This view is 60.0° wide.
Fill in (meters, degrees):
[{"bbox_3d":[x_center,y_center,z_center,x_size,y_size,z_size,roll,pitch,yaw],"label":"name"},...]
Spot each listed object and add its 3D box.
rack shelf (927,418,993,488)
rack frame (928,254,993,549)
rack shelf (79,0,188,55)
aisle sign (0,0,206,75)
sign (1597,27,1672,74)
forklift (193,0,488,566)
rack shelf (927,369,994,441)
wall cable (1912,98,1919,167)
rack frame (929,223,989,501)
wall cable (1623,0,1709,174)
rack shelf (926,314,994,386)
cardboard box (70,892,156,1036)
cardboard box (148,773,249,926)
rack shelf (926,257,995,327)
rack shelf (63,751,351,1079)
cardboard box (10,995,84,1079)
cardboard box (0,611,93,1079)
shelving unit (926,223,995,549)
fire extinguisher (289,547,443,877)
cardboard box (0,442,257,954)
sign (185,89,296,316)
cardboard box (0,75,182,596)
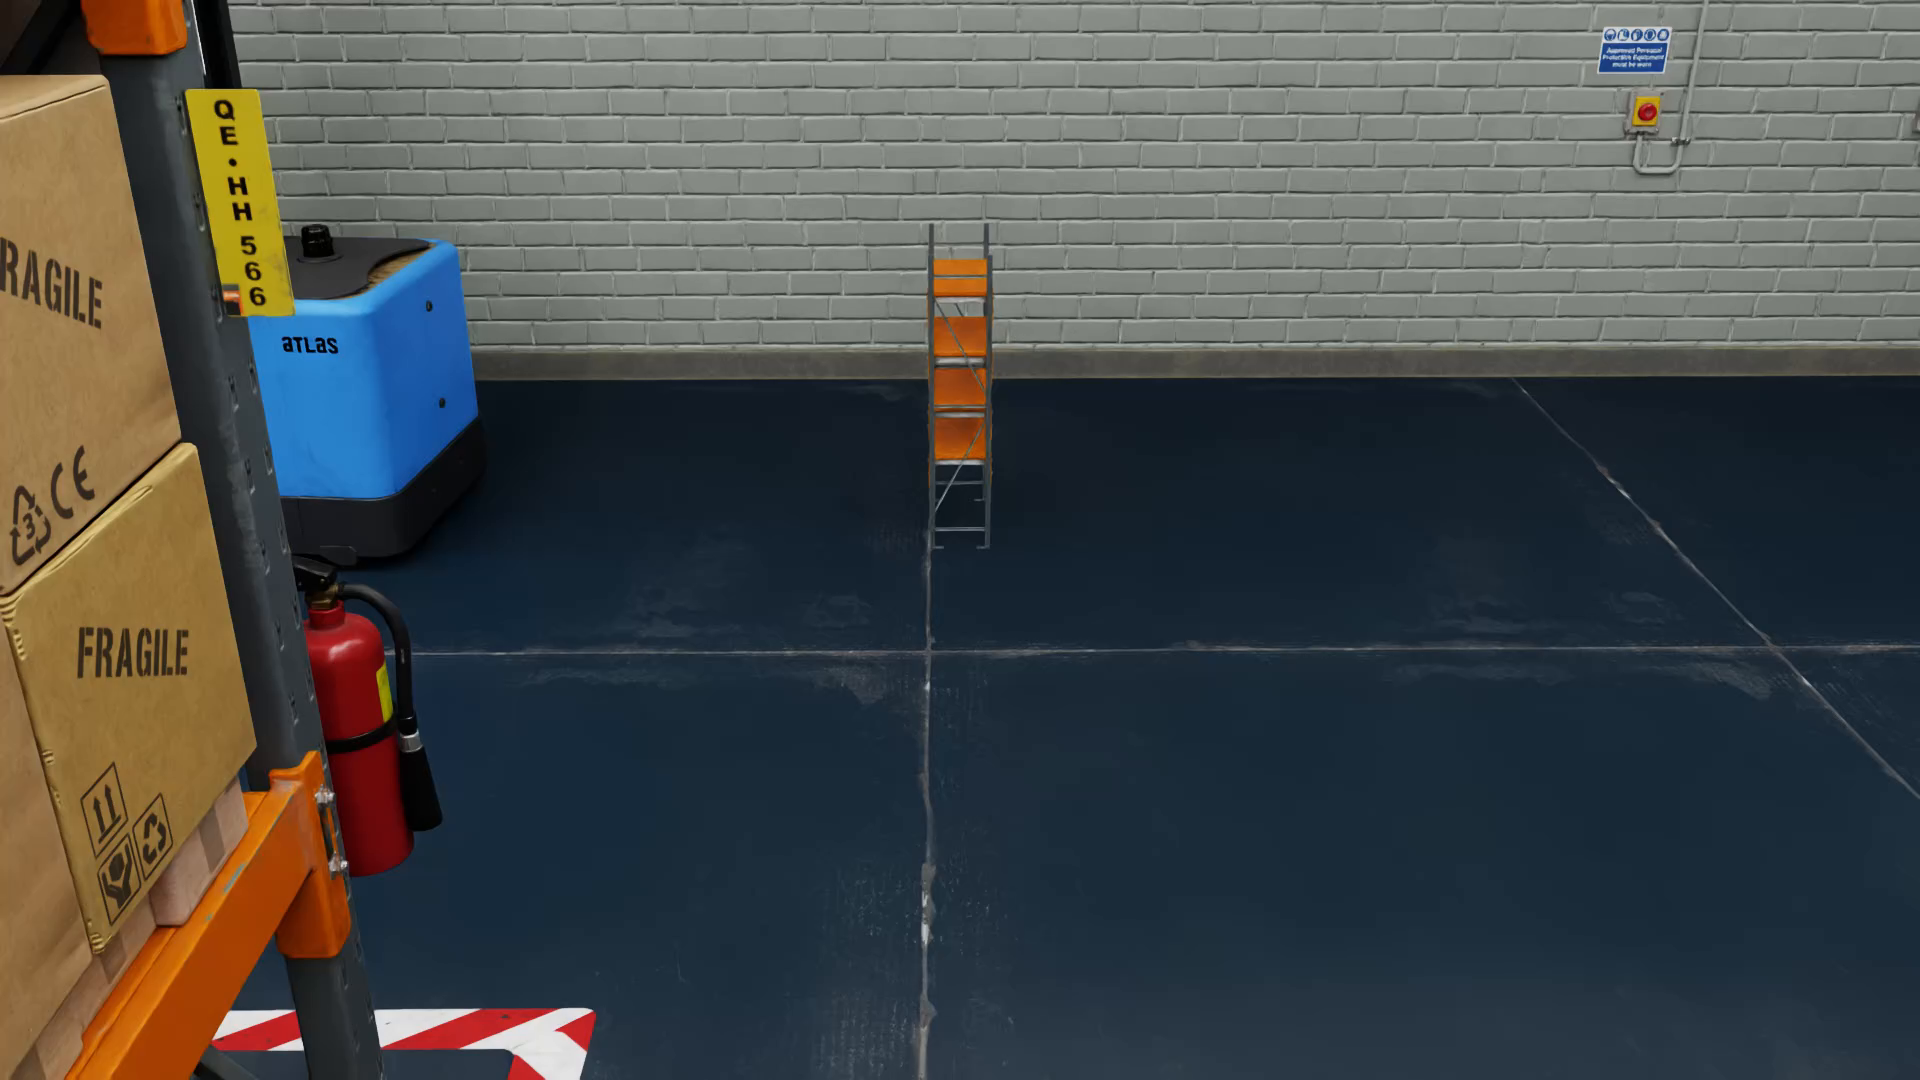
[{"bbox_3d":[-0.002,-0.373,6.763,0.258,0.148,0.480,0,24,-1],"label":"rack shelf"},{"bbox_3d":[0.001,-0.514,6.431,0.240,1.200,0.015,0,24,-1],"label":"rack frame"},{"bbox_3d":[-1.560,-0.027,0.403,1.077,0.370,4.000,0,24,-1],"label":"rack shelf"},{"bbox_3d":[-1.282,-1.028,2.228,0.394,0.787,0.004,0,24,-1],"label":"aisle sign"},{"bbox_3d":[3.233,-2.348,7.973,0.327,0.218,0.001,0,24,-1],"label":"sign"},{"bbox_3d":[-3.615,-1.471,6.447,3.031,2.935,1.130,2,24,5],"label":"forklift"},{"bbox_3d":[-0.002,-0.554,6.681,0.258,0.148,0.480,0,24,-1],"label":"rack shelf"},{"bbox_3d":[4.700,-2.674,7.788,0.588,1.984,0.122,0,24,-1],"label":"wall cable"},{"bbox_3d":[-0.004,-0.715,6.876,0.240,1.200,0.015,0,24,-1],"label":"rack frame"},{"bbox_3d":[3.282,-2.677,7.757,0.585,1.953,0.123,0,24,-1],"label":"wall cable"},{"bbox_3d":[-0.002,-0.757,6.589,0.258,0.148,0.480,0,24,-1],"label":"rack shelf"},{"bbox_3d":[-1.330,0.538,2.225,0.380,0.149,0.250,0,24,-1],"label":"cardboard box"},{"bbox_3d":[-1.296,0.435,2.452,0.380,0.149,0.250,0,24,0],"label":"cardboard box"},{"bbox_3d":[-0.002,-0.973,6.492,0.258,0.148,0.480,0,24,-1],"label":"rack shelf"},{"bbox_3d":[-1.560,1.340,1.021,1.077,0.370,4.000,0,24,-1],"label":"rack shelf"},{"bbox_3d":[-1.313,0.641,1.997,0.380,0.149,0.250,0,24,-1],"label":"cardboard box"},{"bbox_3d":[-1.319,0.403,1.737,0.500,0.500,0.500,-1,24,-1],"label":"cardboard box"},{"bbox_3d":[-0.002,-0.615,6.654,0.258,1.200,0.503,0,24,-1],"label":"shelving unit"},{"bbox_3d":[-1.123,0.287,3.021,0.296,0.674,0.183,0,24,-1],"label":"fire extinguisher"},{"bbox_3d":[-1.319,0.191,2.206,0.500,0.500,0.500,0,24,1],"label":"cardboard box"},{"bbox_3d":[-1.027,-0.478,2.378,0.100,0.325,0.005,0,24,-1],"label":"sign"},{"bbox_3d":[-1.328,-0.261,1.992,0.500,0.500,0.500,-1,24,-2],"label":"cardboard box"}]
